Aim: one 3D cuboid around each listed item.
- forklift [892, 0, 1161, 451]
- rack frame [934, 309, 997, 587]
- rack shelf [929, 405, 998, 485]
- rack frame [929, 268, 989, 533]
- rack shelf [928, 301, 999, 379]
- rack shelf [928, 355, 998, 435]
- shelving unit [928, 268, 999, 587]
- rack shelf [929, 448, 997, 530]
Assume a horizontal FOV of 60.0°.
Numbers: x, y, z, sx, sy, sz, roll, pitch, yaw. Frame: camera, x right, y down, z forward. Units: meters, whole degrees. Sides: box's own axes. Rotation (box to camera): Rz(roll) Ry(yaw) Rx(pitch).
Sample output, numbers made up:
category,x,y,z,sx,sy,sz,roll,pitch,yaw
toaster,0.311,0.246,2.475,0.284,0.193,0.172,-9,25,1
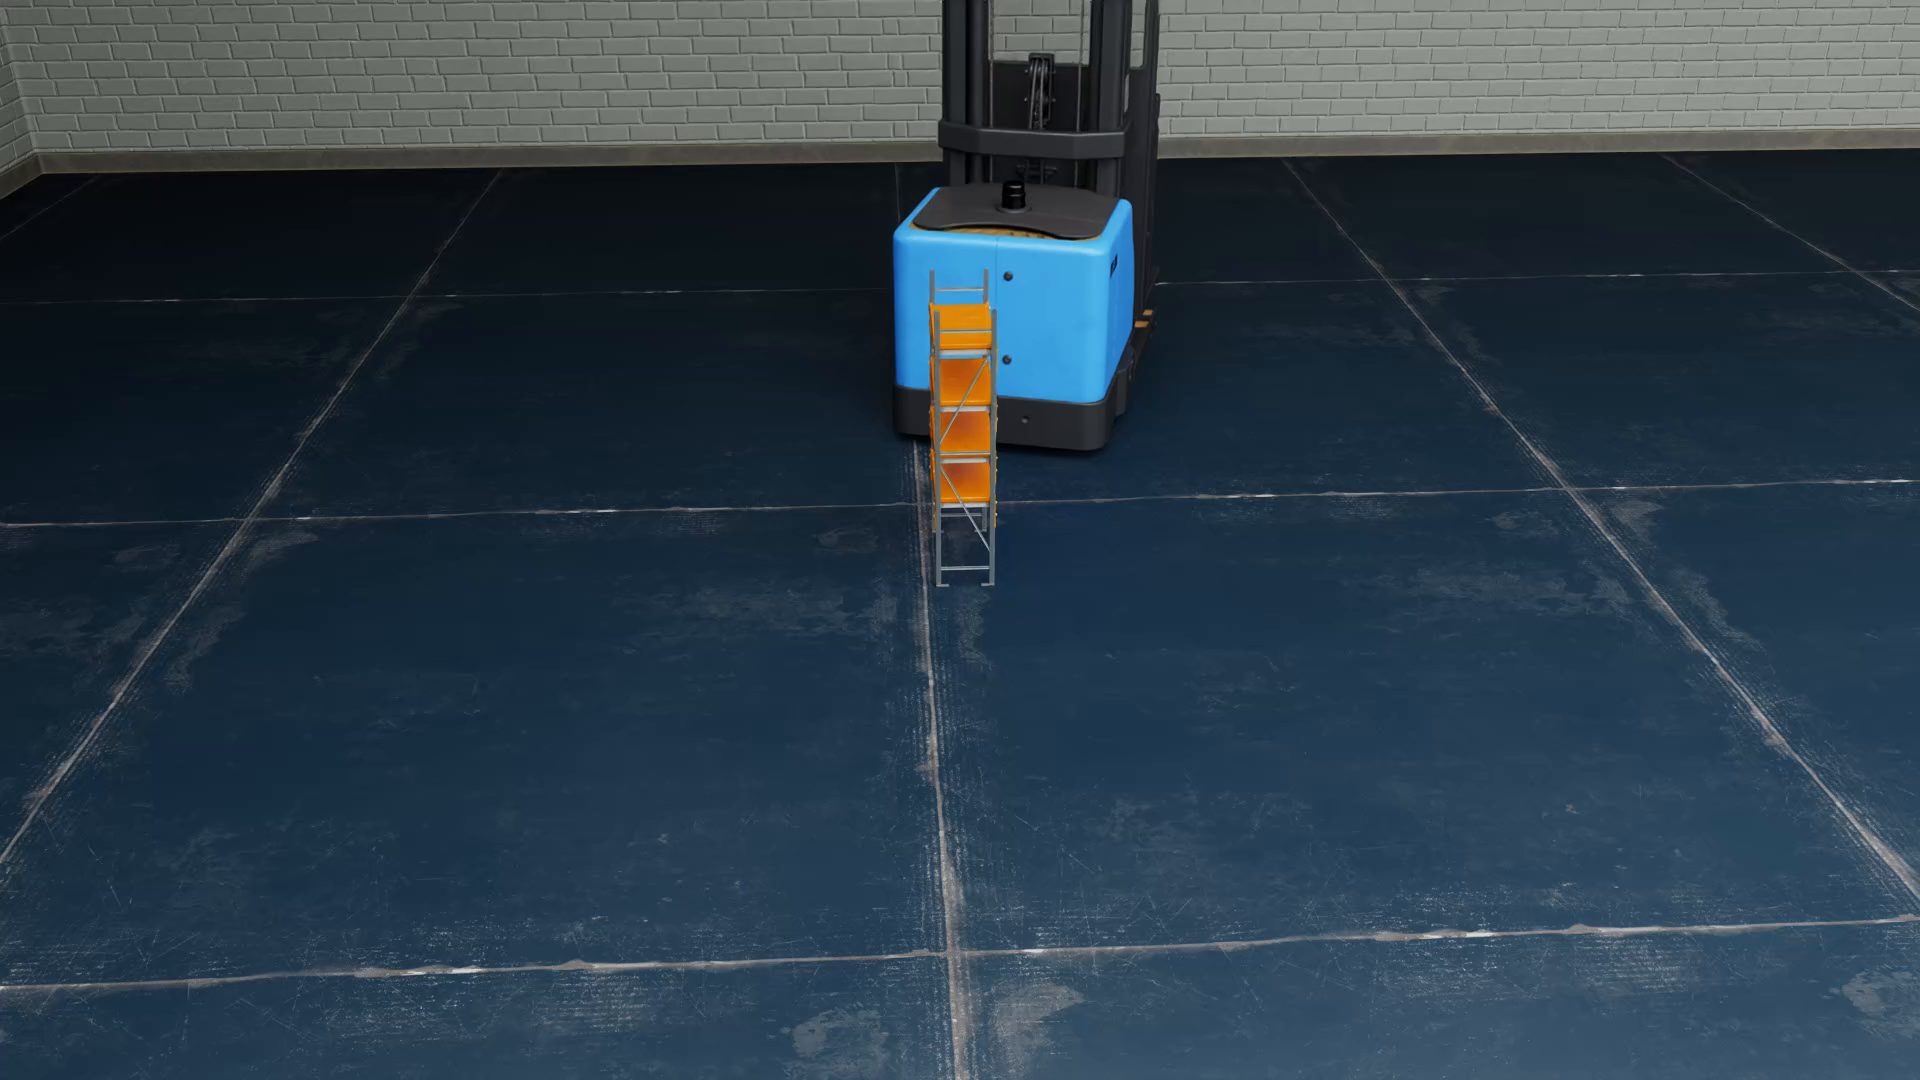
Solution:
category,x,y,z,sx,sy,sz,roll,pitch,yaw
forklift,0.505,-2.387,8.658,1.130,2.935,3.031,6,28,12
rack frame,0.021,-0.343,6.610,0.240,1.200,0.015,-1,28,-3
rack shelf,0.009,-0.396,6.857,0.258,0.148,0.480,-1,28,-3
rack frame,-0.004,-0.568,7.042,0.240,1.200,0.015,-1,28,-3
rack shelf,0.009,-0.804,6.644,0.258,0.148,0.480,-1,28,-3
rack shelf,0.009,-0.594,6.754,0.258,0.148,0.480,-1,28,-3
shelving unit,0.009,-0.456,6.826,0.258,1.200,0.503,-1,28,-3
rack shelf,0.009,-0.220,6.949,0.258,0.148,0.480,-1,28,-3
